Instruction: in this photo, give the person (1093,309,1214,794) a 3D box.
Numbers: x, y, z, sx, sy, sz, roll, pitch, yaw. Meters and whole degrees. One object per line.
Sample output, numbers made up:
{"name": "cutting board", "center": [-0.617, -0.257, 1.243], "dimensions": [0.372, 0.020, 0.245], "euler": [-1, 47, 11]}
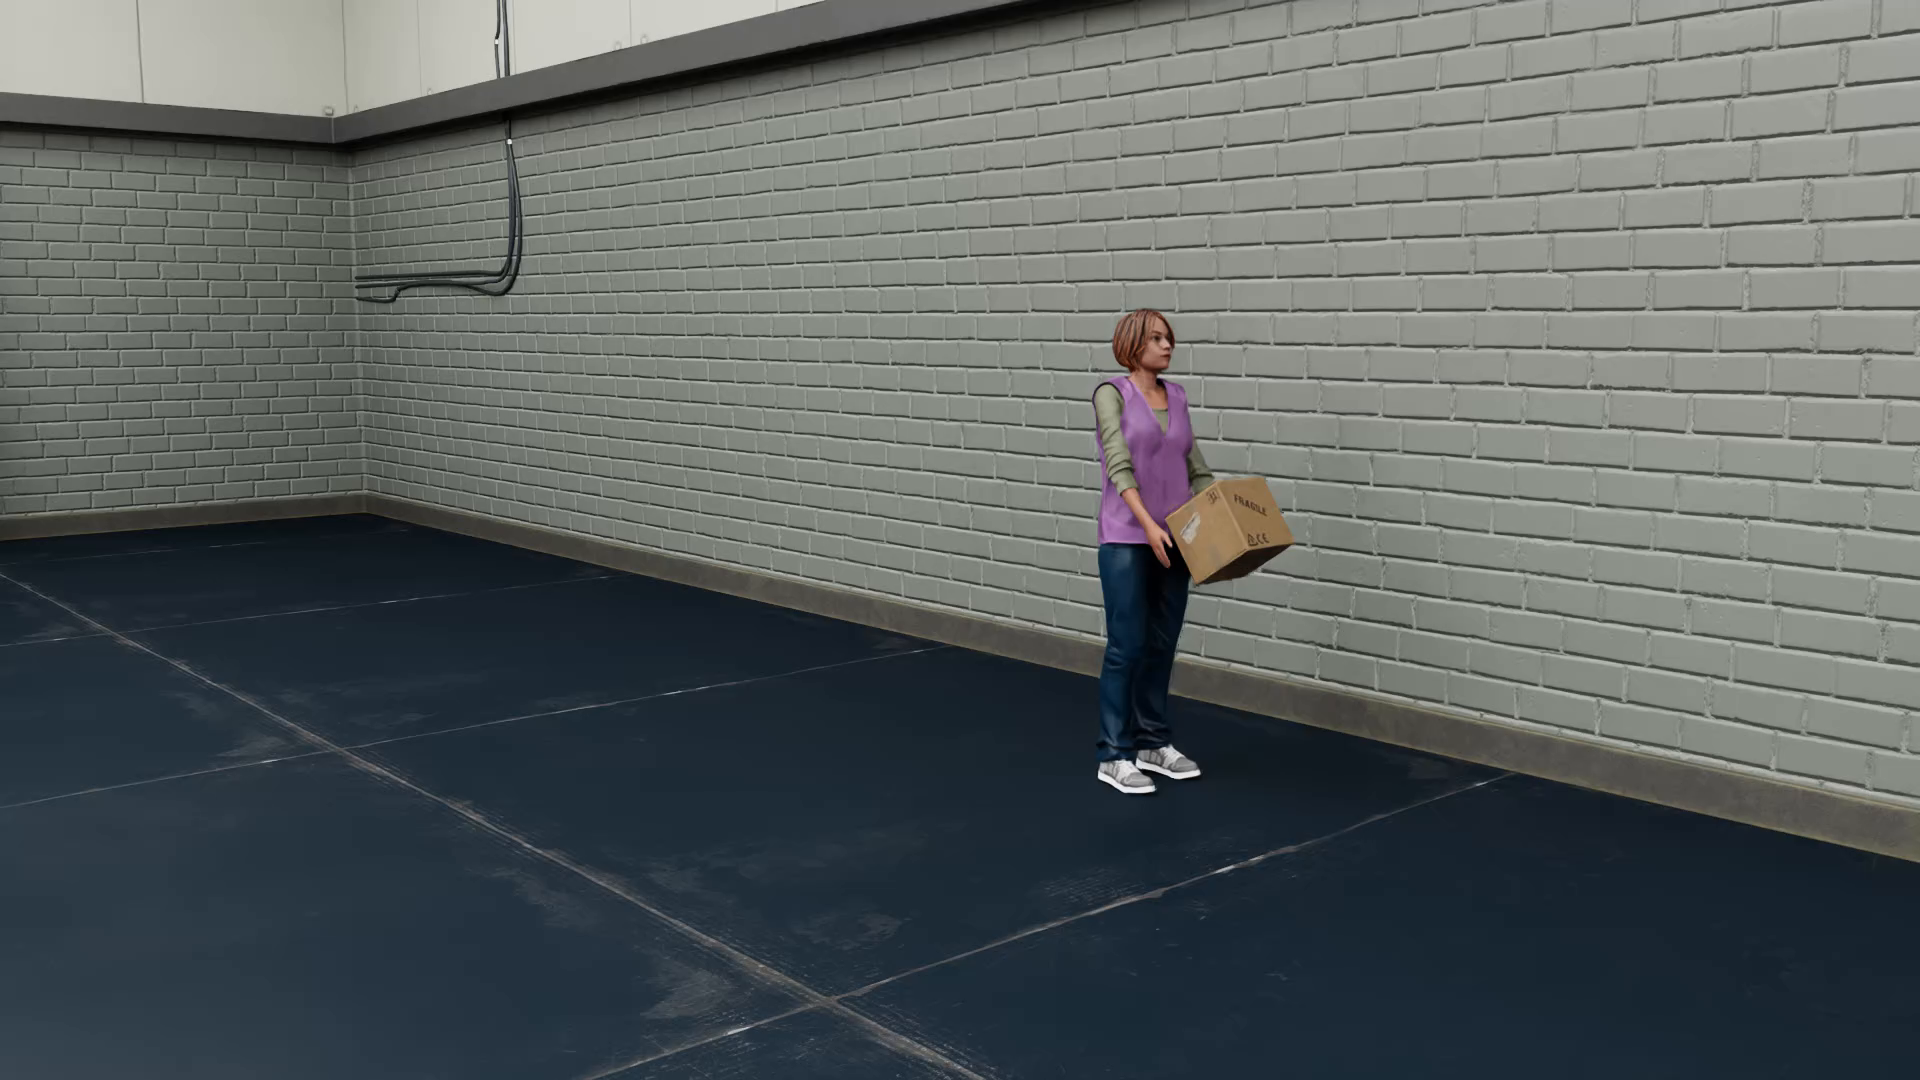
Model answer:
{"name": "person", "center": [0.674, 0.027, 5.604], "dimensions": [0.425, 1.601, 0.458], "euler": [-5, 9, -31]}
